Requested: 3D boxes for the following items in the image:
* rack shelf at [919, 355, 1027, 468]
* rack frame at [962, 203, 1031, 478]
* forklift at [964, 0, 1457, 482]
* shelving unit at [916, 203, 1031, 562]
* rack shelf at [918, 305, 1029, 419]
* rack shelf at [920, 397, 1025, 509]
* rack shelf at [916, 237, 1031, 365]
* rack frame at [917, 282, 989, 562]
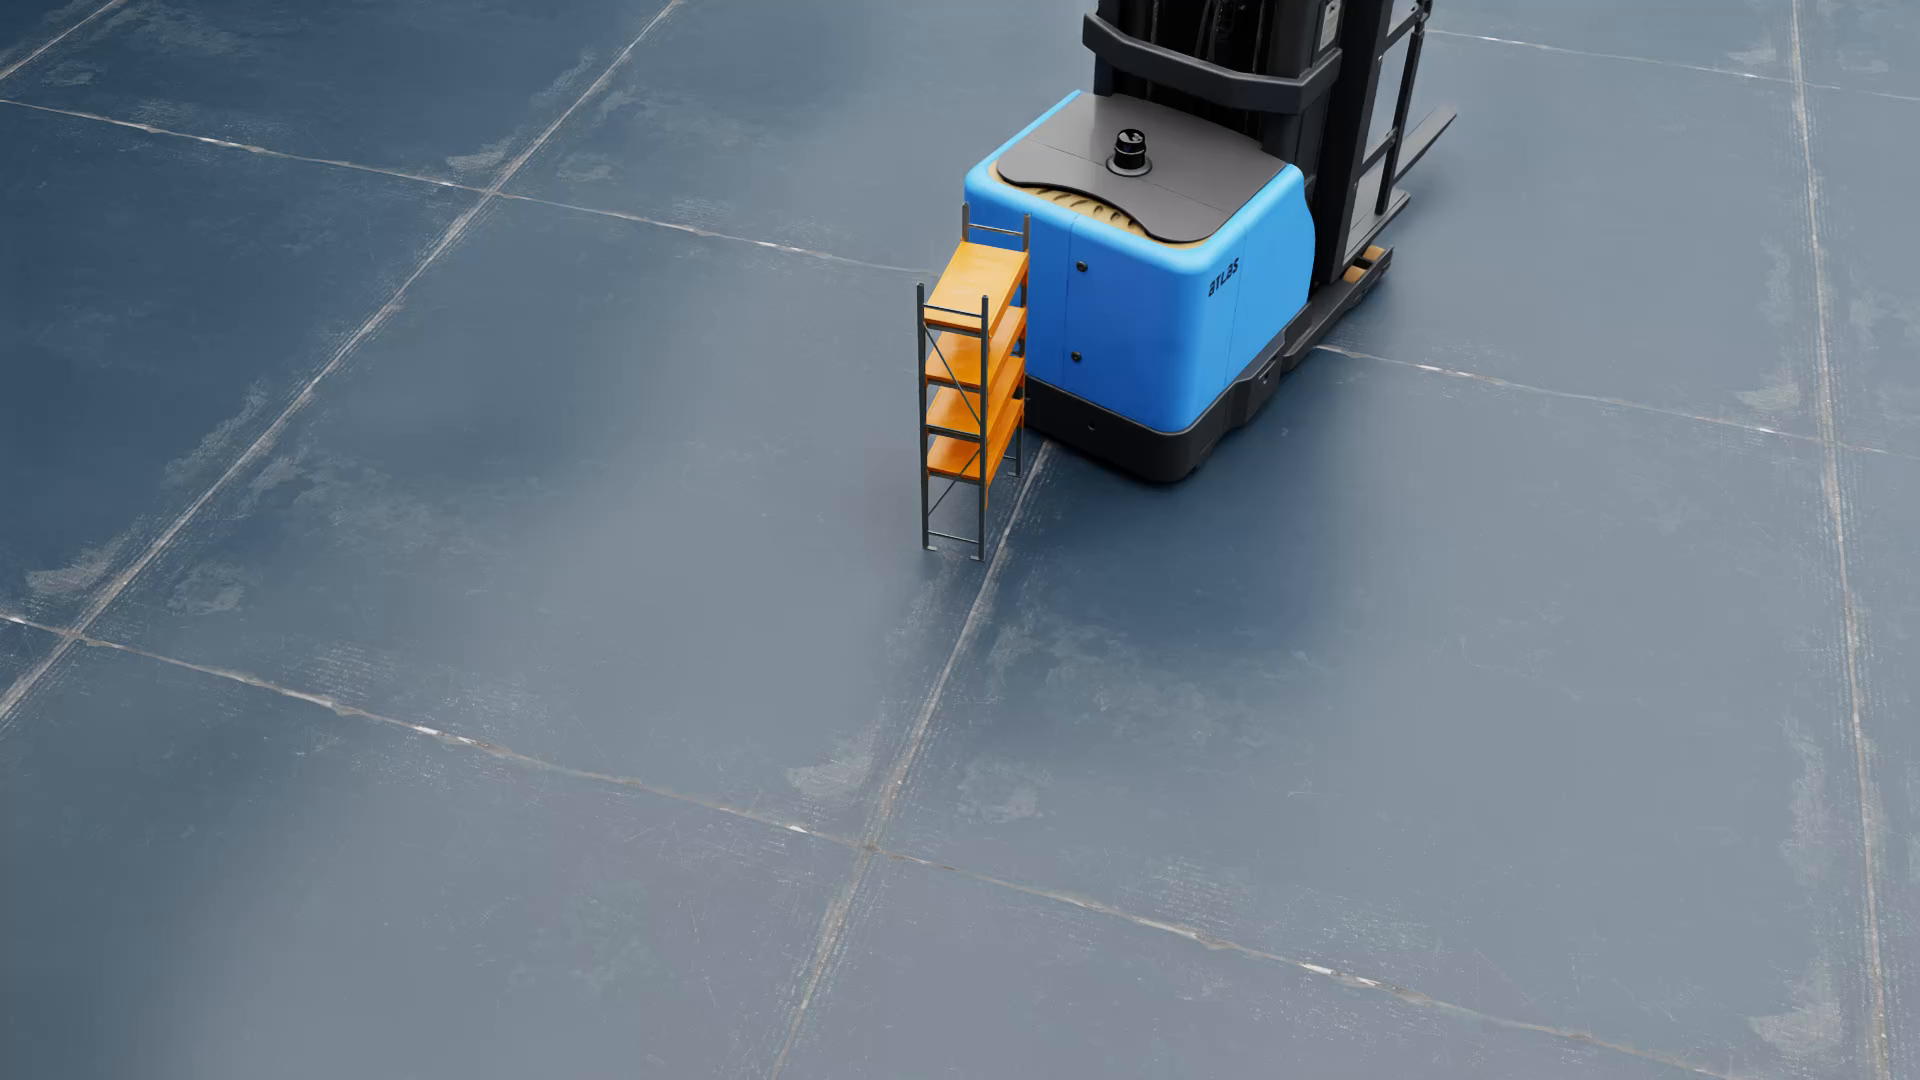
[{"bbox_3d":[0.050,-0.491,5.990,0.258,0.148,0.480,13,46,13],"label":"rack shelf"},{"bbox_3d":[0.124,-0.702,6.109,0.240,1.200,0.015,13,46,13],"label":"rack frame"},{"bbox_3d":[1.265,-2.261,6.465,1.130,2.935,3.031,27,50,25],"label":"forklift"},{"bbox_3d":[0.050,-0.539,5.943,0.258,1.200,0.503,13,46,13],"label":"shelving unit"},{"bbox_3d":[0.050,-0.651,5.834,0.258,0.148,0.480,13,46,13],"label":"rack shelf"},{"bbox_3d":[0.050,-0.349,6.129,0.258,0.148,0.480,13,46,13],"label":"rack shelf"},{"bbox_3d":[0.050,-0.820,5.668,0.258,0.148,0.480,13,46,13],"label":"rack shelf"},{"bbox_3d":[-0.024,-0.377,5.777,0.240,1.200,0.015,13,46,13],"label":"rack frame"}]
